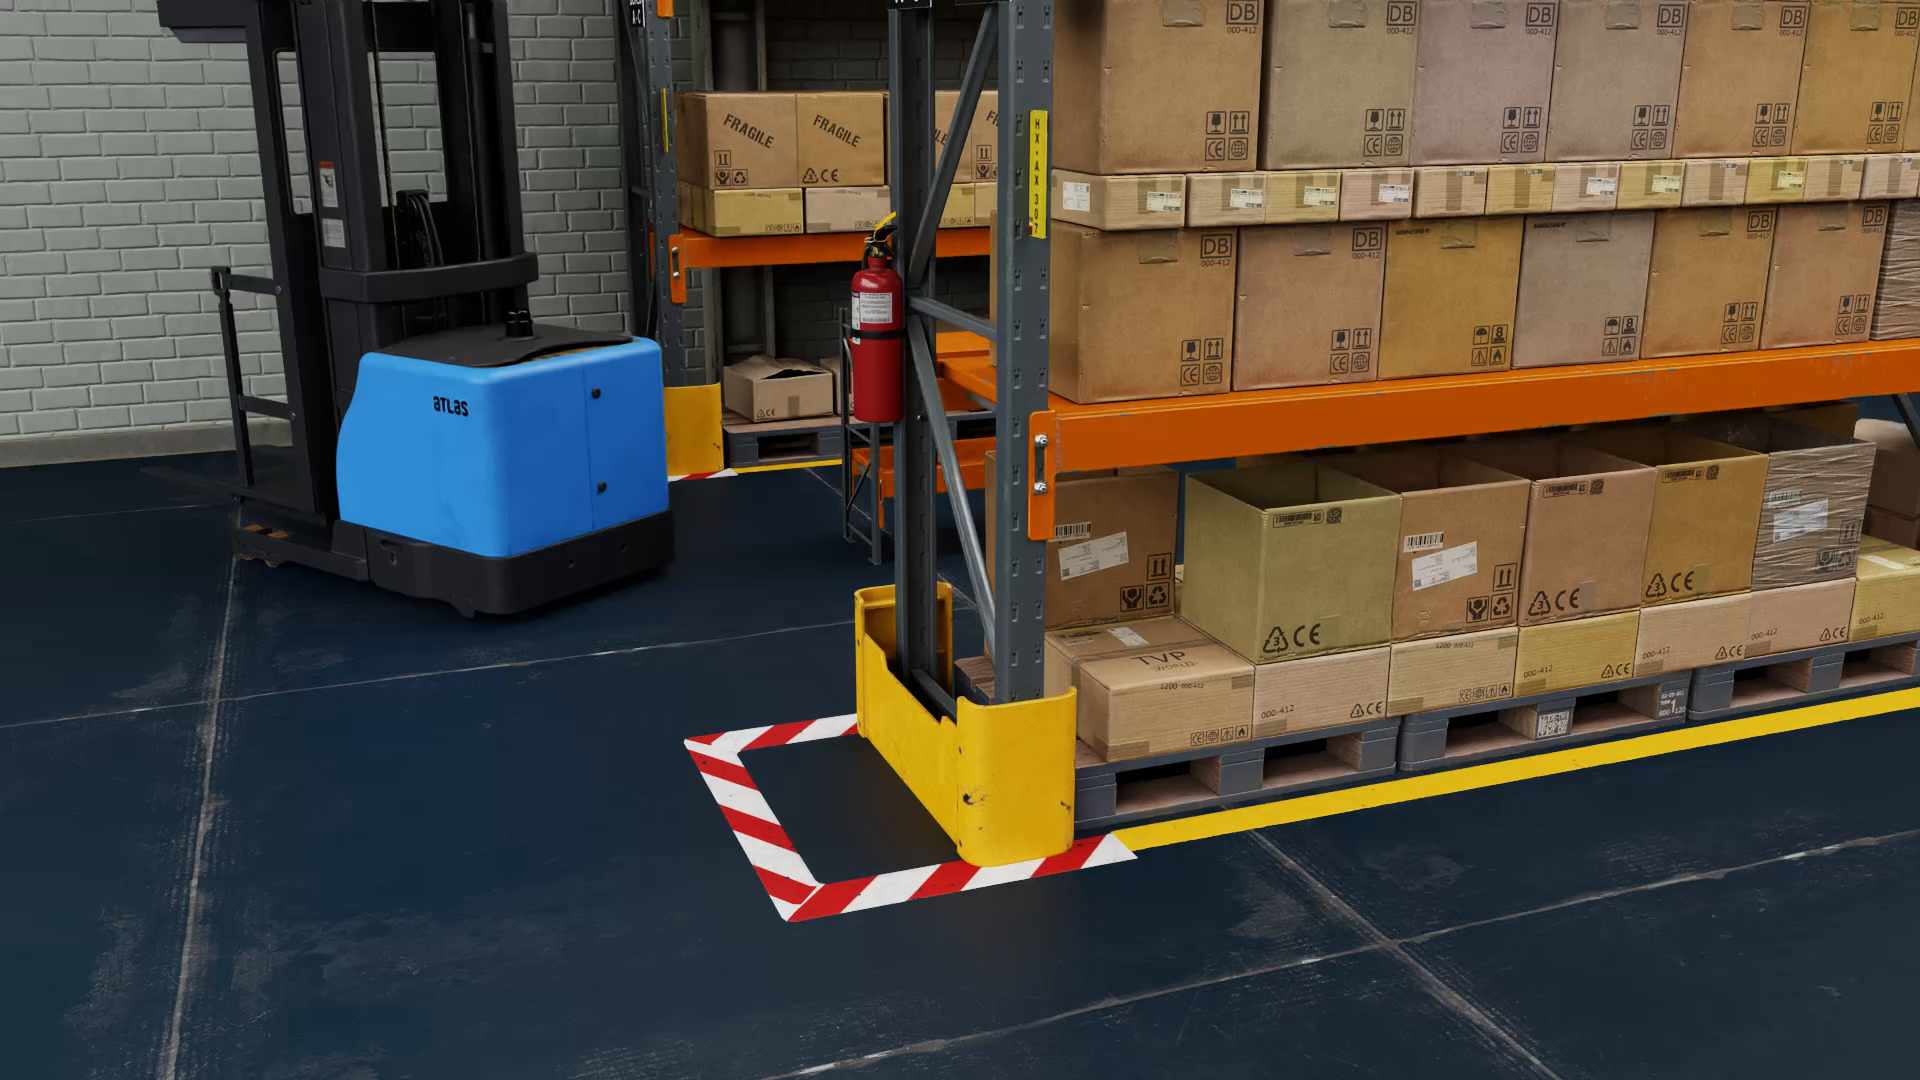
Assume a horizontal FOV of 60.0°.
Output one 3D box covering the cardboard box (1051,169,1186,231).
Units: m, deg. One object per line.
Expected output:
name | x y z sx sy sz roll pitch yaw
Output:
cardboard box | 0.455 -0.995 4.835 0.250 0.149 0.380 -6 18 -20

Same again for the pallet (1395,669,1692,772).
pallet | 1.848 0.475 6.106 1.213 0.211 1.003 -6 17 -20

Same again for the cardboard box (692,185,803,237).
cardboard box | -1.195 -1.859 9.337 0.500 0.250 0.500 -7 18 -22

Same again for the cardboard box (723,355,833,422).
cardboard box | -1.086 -0.923 9.909 0.500 0.311 0.500 -8 18 -26

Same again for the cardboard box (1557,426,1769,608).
cardboard box | 2.455 -0.095 5.903 0.500 0.500 0.500 -6 17 -20

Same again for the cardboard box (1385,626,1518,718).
cardboard box | 1.525 0.368 5.657 0.500 0.250 0.500 -6 17 -20

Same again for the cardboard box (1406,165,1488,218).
cardboard box | 1.419 -1.100 5.190 0.250 0.149 0.380 -7 18 -22

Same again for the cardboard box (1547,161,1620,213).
cardboard box | 1.891 -1.150 5.361 0.250 0.149 0.380 -6 17 -20

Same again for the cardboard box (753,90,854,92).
cardboard box | -0.927 -2.405 9.864 0.500 0.500 0.500 -6 17 -19

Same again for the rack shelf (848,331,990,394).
rack shelf | 0.006 -0.821 7.860 1.000 0.278 0.538 -6 17 -20

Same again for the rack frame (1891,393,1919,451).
rack frame | 3.747 -1.056 6.372 0.127 3.000 1.000 -6 17 -20

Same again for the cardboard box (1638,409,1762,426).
cardboard box | 2.738 -0.281 6.537 0.500 0.500 0.500 -6 17 -20

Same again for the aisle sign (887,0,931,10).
aisle sign | -0.155 -1.971 4.872 0.004 0.787 0.394 -6 17 -20

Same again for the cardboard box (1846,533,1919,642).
cardboard box | 3.392 0.166 6.345 0.500 0.250 0.500 -6 17 -20

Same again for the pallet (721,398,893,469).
pallet | -0.922 -0.698 10.101 1.213 0.211 1.003 -6 17 -20

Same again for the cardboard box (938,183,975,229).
cardboard box | -0.238 -1.965 9.697 0.500 0.250 0.500 -6 18 -21

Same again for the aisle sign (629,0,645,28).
aisle sign | -1.724 -3.117 8.775 0.004 0.787 0.394 -6 17 -20

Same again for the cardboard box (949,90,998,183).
cardboard box | 0.217 -2.375 9.763 0.500 0.500 0.500 -6 17 -18

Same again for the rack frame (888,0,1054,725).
rack frame | 0.012 -0.653 4.998 0.127 3.000 1.000 -6 17 -20

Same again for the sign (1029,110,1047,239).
sign | 0.205 -0.960 4.366 0.005 0.325 0.100 -6 17 -20

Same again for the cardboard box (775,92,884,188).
cardboard box | -0.746 -2.270 9.403 0.500 0.500 0.500 -6 17 -20

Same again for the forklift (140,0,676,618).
forklift | -2.791 -1.387 7.620 3.031 2.935 1.130 11 20 34

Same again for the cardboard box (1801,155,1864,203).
cardboard box | 2.849 -1.253 5.714 0.250 0.149 0.380 -6 17 -20

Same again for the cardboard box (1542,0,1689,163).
cardboard box | 1.929 -1.529 5.500 0.500 0.500 0.700 -6 17 -20

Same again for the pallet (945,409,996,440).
pallet | 0.215 -0.820 10.517 1.213 0.211 1.003 -6 17 -20

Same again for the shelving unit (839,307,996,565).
shelving unit | 0.006 -0.540 7.942 1.048 1.125 0.538 -6 17 -20

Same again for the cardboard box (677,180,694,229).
cardboard box | -1.397 -1.992 9.788 0.500 0.250 0.500 -6 17 -19

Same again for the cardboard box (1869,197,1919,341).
cardboard box | 3.335 -1.058 6.199 0.500 0.500 0.700 -7 18 -22

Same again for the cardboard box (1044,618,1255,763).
cardboard box | 0.592 0.469 5.311 0.500 0.250 0.500 -6 17 -20

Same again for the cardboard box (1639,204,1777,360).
cardboard box | 2.375 -0.953 5.844 0.500 0.500 0.700 -6 17 -19

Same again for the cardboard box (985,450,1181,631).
cardboard box | 0.406 -0.027 5.672 0.500 0.500 0.500 -6 17 -20

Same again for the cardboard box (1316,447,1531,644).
cardboard box | 1.521 0.005 5.562 0.500 0.500 0.500 -6 17 -20

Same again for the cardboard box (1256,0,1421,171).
cardboard box | 0.991 -1.427 5.154 0.500 0.500 0.700 -7 18 -22

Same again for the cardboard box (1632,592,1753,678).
cardboard box | 2.460 0.268 5.997 0.500 0.250 0.500 -6 17 -20

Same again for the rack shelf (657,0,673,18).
rack shelf | 0.103 -3.252 9.801 4.000 0.370 1.077 -6 17 -20

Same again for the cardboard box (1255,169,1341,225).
cardboard box | 0.934 -1.047 5.012 0.250 0.149 0.380 -6 17 -20

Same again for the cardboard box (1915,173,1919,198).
cardboard box | 3.338 -1.307 5.898 0.250 0.149 0.380 -7 18 -21

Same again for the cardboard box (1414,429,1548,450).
cardboard box | 1.802 -0.182 6.198 0.500 0.500 0.500 -6 17 -20

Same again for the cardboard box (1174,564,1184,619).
cardboard box | 0.869 0.279 5.958 0.500 0.250 0.500 -6 17 -20

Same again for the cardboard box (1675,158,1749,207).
cardboard box | 2.383 -1.204 5.546 0.250 0.149 0.380 -6 17 -18

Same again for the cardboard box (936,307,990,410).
cardboard box | 0.149 -1.132 10.285 0.500 0.500 0.700 -7 18 -24

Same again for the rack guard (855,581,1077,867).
rack guard | -0.011 0.549 5.342 0.348 0.500 1.175 -6 17 -20

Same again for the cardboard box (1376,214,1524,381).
cardboard box | 1.407 -0.847 5.483 0.500 0.500 0.700 -6 17 -20

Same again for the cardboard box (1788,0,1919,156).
cardboard box | 2.863 -1.629 5.842 0.500 0.500 0.700 -6 17 -20

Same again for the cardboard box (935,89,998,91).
cardboard box | 0.025 -2.509 10.218 0.500 0.500 0.500 -6 17 -19

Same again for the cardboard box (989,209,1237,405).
cardboard box | 0.452 -0.745 5.133 0.500 0.500 0.700 -6 17 -20
